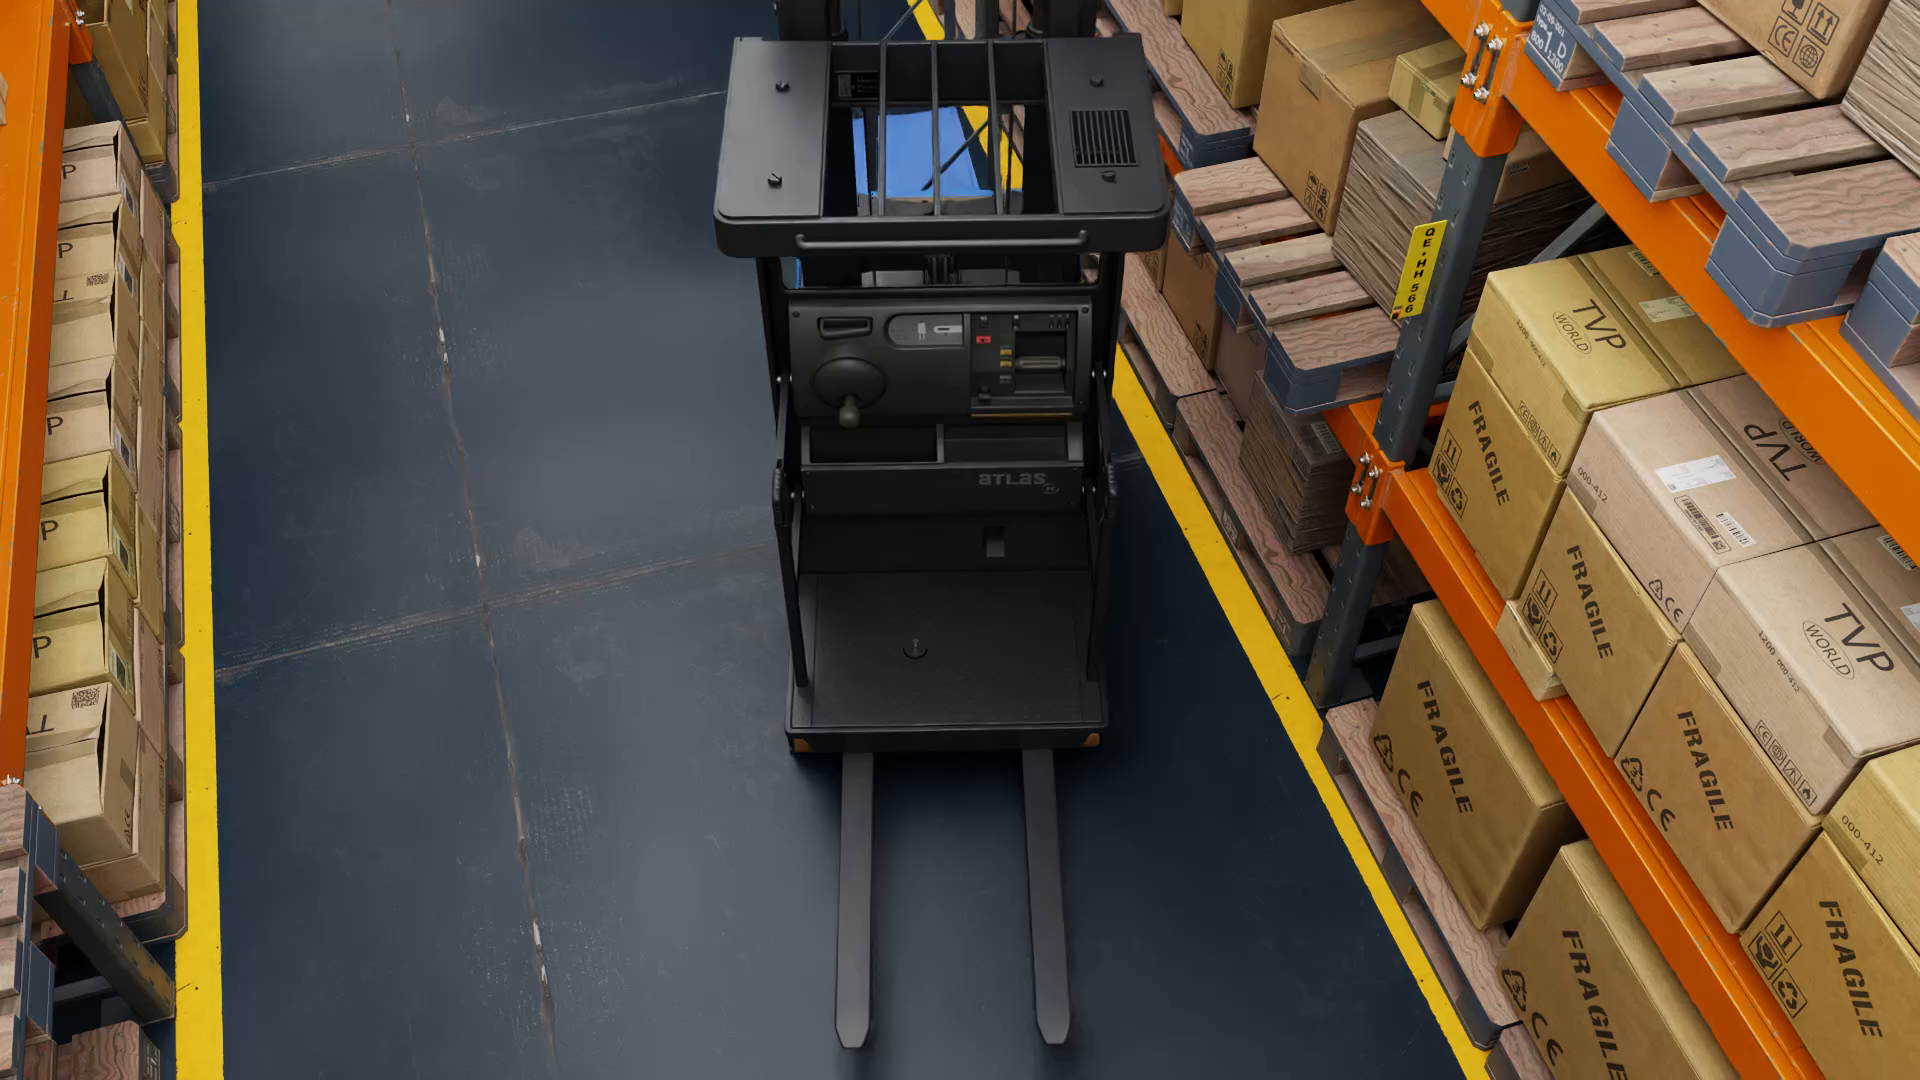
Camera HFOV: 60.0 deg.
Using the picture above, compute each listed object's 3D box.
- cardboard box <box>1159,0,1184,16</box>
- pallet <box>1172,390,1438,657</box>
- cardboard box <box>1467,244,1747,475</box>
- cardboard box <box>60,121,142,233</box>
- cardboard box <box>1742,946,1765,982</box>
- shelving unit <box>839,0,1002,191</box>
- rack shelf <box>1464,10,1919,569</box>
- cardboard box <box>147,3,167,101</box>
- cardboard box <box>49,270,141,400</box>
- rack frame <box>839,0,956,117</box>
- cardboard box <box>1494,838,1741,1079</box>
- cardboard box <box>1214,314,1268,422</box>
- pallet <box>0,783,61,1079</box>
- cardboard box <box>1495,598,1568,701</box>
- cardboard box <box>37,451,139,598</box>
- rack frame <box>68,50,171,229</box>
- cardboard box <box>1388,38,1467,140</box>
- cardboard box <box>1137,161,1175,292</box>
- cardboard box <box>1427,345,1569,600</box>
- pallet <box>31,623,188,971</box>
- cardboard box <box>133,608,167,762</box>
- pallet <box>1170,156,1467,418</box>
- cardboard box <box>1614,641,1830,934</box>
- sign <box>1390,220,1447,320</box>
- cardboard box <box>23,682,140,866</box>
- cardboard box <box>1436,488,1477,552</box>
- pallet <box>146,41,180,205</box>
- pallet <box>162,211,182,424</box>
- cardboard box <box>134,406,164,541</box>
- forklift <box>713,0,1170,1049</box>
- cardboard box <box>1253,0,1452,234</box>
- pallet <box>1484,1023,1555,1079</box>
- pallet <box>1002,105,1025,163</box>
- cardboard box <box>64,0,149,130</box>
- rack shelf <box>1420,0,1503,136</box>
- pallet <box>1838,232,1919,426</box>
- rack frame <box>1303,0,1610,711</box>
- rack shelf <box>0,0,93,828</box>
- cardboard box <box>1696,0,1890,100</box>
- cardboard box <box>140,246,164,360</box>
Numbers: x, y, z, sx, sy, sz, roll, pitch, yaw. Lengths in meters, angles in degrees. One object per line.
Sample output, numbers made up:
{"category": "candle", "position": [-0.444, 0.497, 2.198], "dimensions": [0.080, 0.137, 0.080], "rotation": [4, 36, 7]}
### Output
{"category": "cardboard box", "position": [1.071, -2.339, 6.197], "dimensions": [0.700, 0.500, 0.500], "rotation": [-7, 50, -6]}
{"category": "pallet", "position": [1.524, -0.179, 6.553], "dimensions": [1.003, 0.211, 1.213], "rotation": [-13, 51, -11]}
{"category": "cardboard box", "position": [1.650, -0.472, 4.212], "dimensions": [0.500, 0.250, 0.500], "rotation": [-12, 51, -10]}
{"category": "cardboard box", "position": [-3.767, -1.504, 7.003], "dimensions": [0.500, 0.311, 0.500], "rotation": [-13, 51, -11]}
{"category": "cardboard box", "position": [2.094, 0.978, 3.904], "dimensions": [0.380, 0.149, 0.250], "rotation": [-13, 51, -11]}
{"category": "shelving unit", "position": [-0.181, -1.568, 6.881], "dimensions": [0.538, 1.500, 1.048], "rotation": [-8, 50, -6]}
{"category": "rack shelf", "position": [2.345, 0.219, 2.902], "dimensions": [1.077, 0.370, 4.000], "rotation": [-13, 51, -11]}
{"category": "cardboard box", "position": [-4.151, -2.328, 8.064], "dimensions": [0.500, 0.250, 0.500], "rotation": [-13, 51, -11]}
{"category": "cardboard box", "position": [-3.462, -0.761, 6.376], "dimensions": [0.500, 0.311, 0.500], "rotation": [-13, 51, -11]}
{"category": "rack frame", "position": [-0.268, -1.951, 7.204], "dimensions": [0.500, 1.500, 0.032], "rotation": [-8, 50, -6]}
{"category": "cardboard box", "position": [2.099, 1.259, 4.648], "dimensions": [0.750, 0.750, 0.750], "rotation": [-14, 51, -11]}
{"category": "cardboard box", "position": [1.449, -0.759, 6.565], "dimensions": [0.700, 0.500, 0.500], "rotation": [-13, 51, -11]}
{"category": "pallet", "position": [-2.710, 1.157, 3.728], "dimensions": [1.213, 0.211, 1.003], "rotation": [-13, 51, -11]}
{"category": "cardboard box", "position": [1.694, 0.260, 4.510], "dimensions": [0.380, 0.149, 0.250], "rotation": [-12, 51, -10]}
{"category": "cardboard box", "position": [-3.164, -0.018, 5.750], "dimensions": [0.500, 0.311, 0.500], "rotation": [-15, 51, -12]}
{"category": "rack frame", "position": [-4.160, -2.305, 6.521], "dimensions": [1.000, 3.000, 0.127], "rotation": [-13, 51, -11]}
{"category": "cardboard box", "position": [1.514, -1.367, 4.953], "dimensions": [0.380, 0.149, 0.250], "rotation": [-21, 53, -17]}
{"category": "cardboard box", "position": [1.117, -1.483, 7.175], "dimensions": [0.700, 0.500, 0.500], "rotation": [-13, 51, -11]}
{"category": "cardboard box", "position": [1.653, -0.229, 4.498], "dimensions": [0.500, 0.500, 0.500], "rotation": [-12, 51, -10]}
{"category": "pallet", "position": [-3.184, 0.905, 5.639], "dimensions": [1.003, 0.211, 1.213], "rotation": [-13, 51, -11]}
{"category": "cardboard box", "position": [-3.001, 0.551, 5.637], "dimensions": [0.500, 0.250, 0.500], "rotation": [-15, 51, -12]}
{"category": "pallet", "position": [1.441, -0.941, 5.497], "dimensions": [1.213, 0.211, 1.003], "rotation": [-13, 51, -11]}
{"category": "cardboard box", "position": [1.944, 0.519, 3.868], "dimensions": [0.500, 0.500, 0.500], "rotation": [-14, 51, -11]}
{"category": "sign", "position": [1.238, -0.725, 4.483], "dimensions": [0.100, 0.325, 0.005], "rotation": [-13, 51, -11]}
{"category": "cardboard box", "position": [-2.852, 0.737, 5.113], "dimensions": [0.500, 0.311, 0.500], "rotation": [-12, 51, -10]}
{"category": "cardboard box", "position": [1.630, -0.139, 4.847], "dimensions": [0.380, 0.149, 0.250], "rotation": [-14, 51, -12]}
{"category": "pallet", "position": [-4.356, -1.997, 8.085], "dimensions": [1.003, 0.211, 1.213], "rotation": [-13, 51, -11]}
{"category": "pallet", "position": [-3.905, -0.877, 7.141], "dimensions": [1.003, 0.211, 1.213], "rotation": [-13, 51, -11]}
{"category": "cardboard box", "position": [-3.312, -0.202, 6.272], "dimensions": [0.500, 0.250, 0.500], "rotation": [-12, 51, -10]}
{"category": "forklift", "position": [-0.052, -0.445, 4.998], "dimensions": [1.130, 2.935, 3.031], "rotation": [-1, 50, -1]}
{"category": "cardboard box", "position": [1.414, -1.424, 5.425], "dimensions": [0.700, 0.500, 0.500], "rotation": [-18, 52, -14]}
{"category": "pallet", "position": [2.272, 1.874, 4.821], "dimensions": [1.003, 0.211, 1.213], "rotation": [-13, 51, -11]}
{"category": "pallet", "position": [0.802, -1.961, 8.055], "dimensions": [1.003, 0.211, 1.213], "rotation": [-13, 51, -11]}
{"category": "cardboard box", "position": [-3.999, -2.206, 7.471], "dimensions": [0.500, 0.500, 0.500], "rotation": [-13, 51, -11]}
{"category": "rack shelf", "position": [1.162, -2.702, 5.365], "dimensions": [1.077, 0.370, 4.000], "rotation": [-13, 51, -11]}
{"category": "pallet", "position": [2.328, -0.138, 2.856], "dimensions": [1.003, 0.211, 1.213], "rotation": [-11, 51, -9]}
{"category": "rack frame", "position": [1.753, -0.507, 5.005], "dimensions": [1.000, 3.000, 0.127], "rotation": [-13, 51, -11]}
{"category": "rack shelf", "position": [-3.569, -0.613, 5.565], "dimensions": [1.077, 0.370, 4.000], "rotation": [-13, 51, -11]}
{"category": "cardboard box", "position": [1.949, -1.313, 3.370], "dimensions": [0.700, 0.500, 0.500], "rotation": [-17, 52, -14]}
{"category": "cardboard box", "position": [-3.613, -0.947, 6.900], "dimensions": [0.500, 0.250, 0.500], "rotation": [-14, 51, -12]}
